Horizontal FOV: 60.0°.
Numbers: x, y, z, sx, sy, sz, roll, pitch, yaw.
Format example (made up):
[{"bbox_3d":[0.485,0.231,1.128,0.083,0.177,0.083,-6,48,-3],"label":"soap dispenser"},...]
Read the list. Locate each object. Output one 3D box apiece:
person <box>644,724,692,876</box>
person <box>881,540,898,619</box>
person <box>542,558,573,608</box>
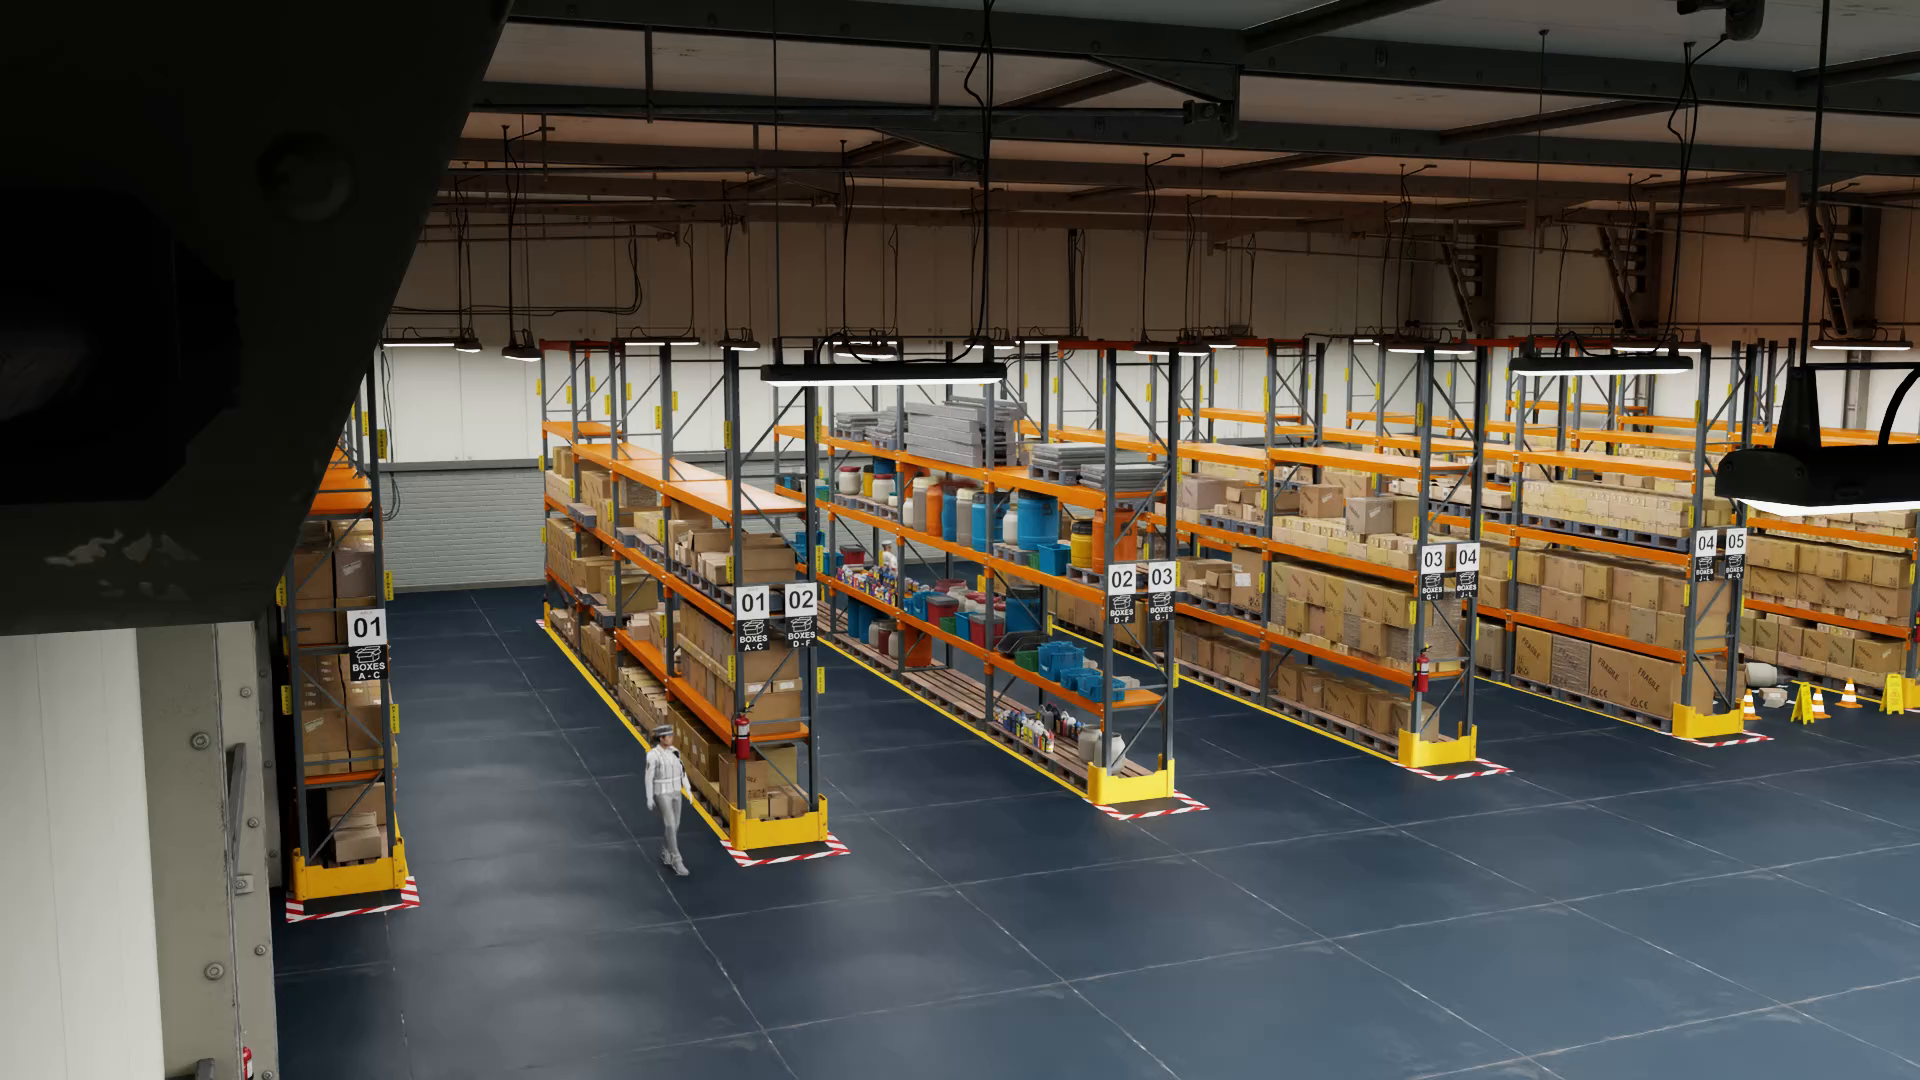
[{"bbox_3d":[-3.311,3.003,19.381,0.732,1.672,0.507,6,10,40],"label":"person"},{"bbox_3d":[-1.560,0.889,35.164,0.576,1.760,0.495,5,9,35],"label":"person"},{"bbox_3d":[-8.960,0.658,37.125,1.103,1.653,0.554,4,8,26],"label":"person"}]
